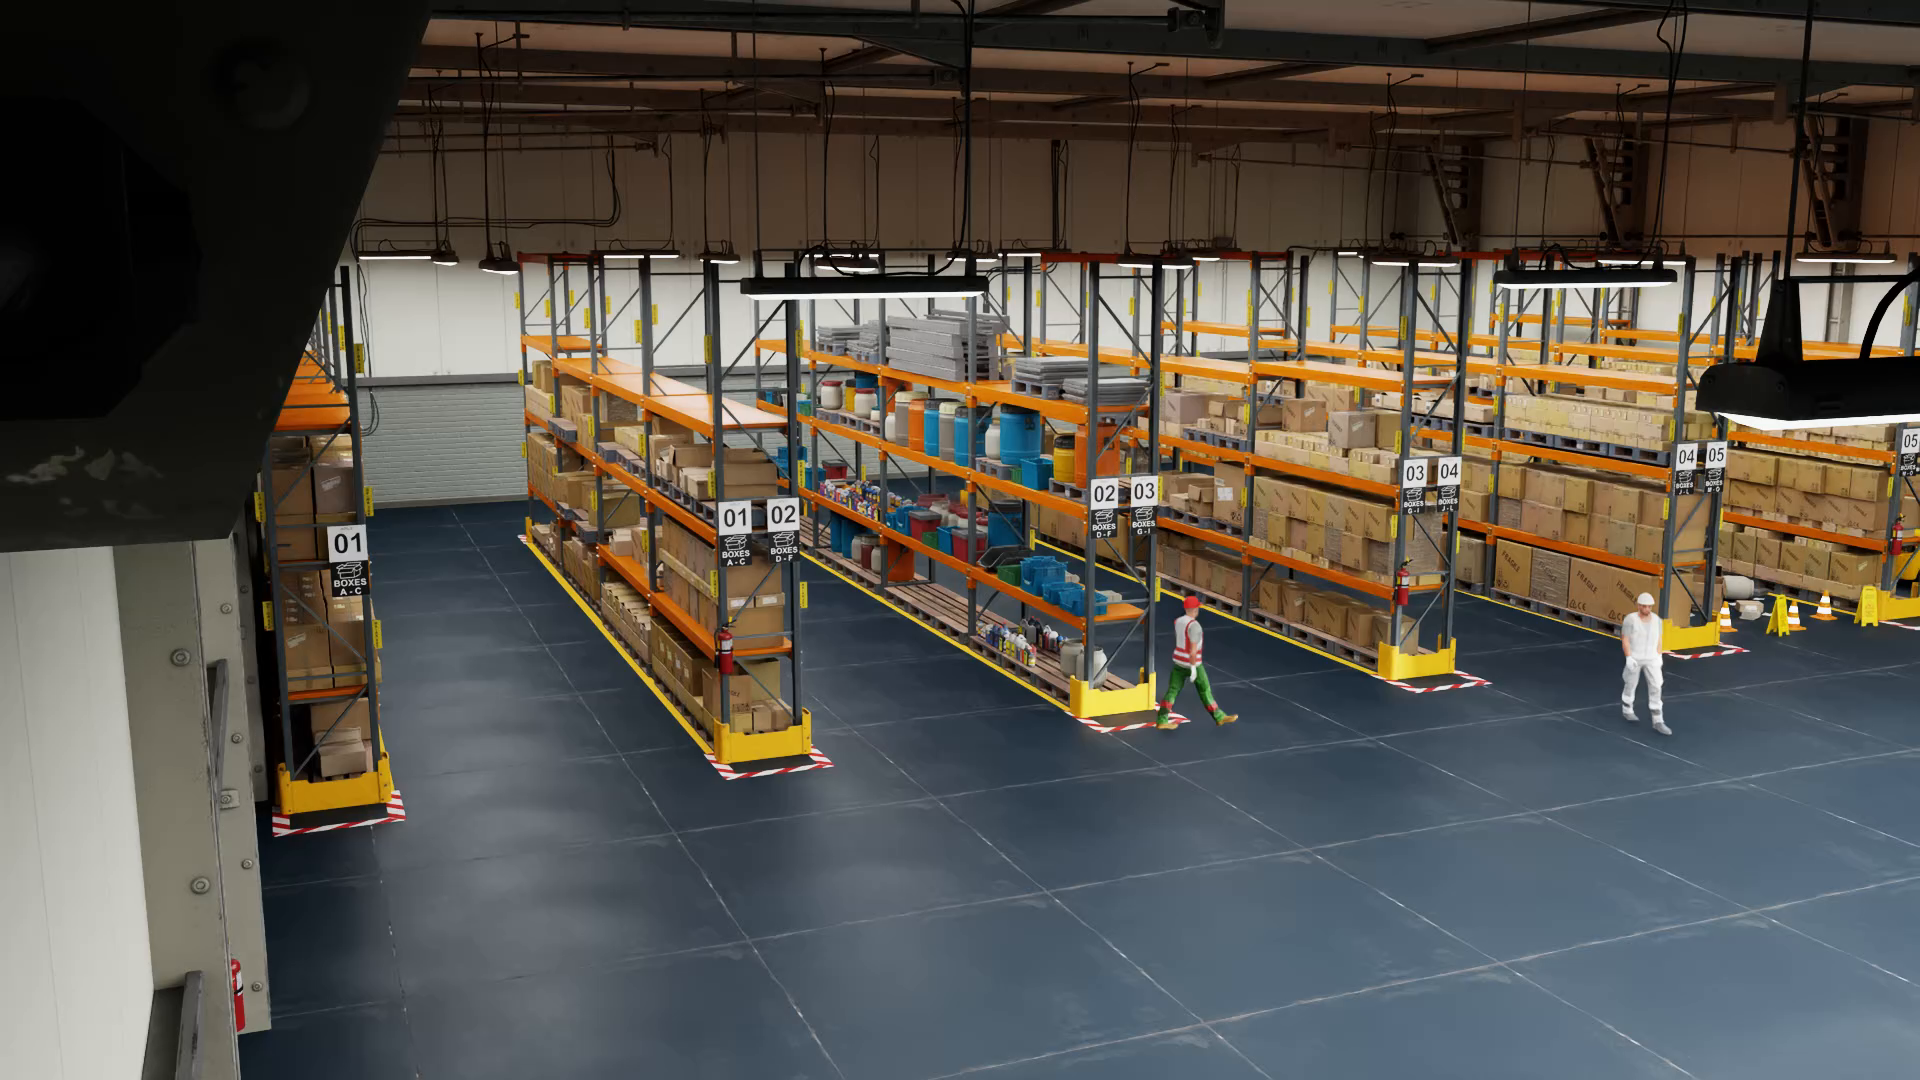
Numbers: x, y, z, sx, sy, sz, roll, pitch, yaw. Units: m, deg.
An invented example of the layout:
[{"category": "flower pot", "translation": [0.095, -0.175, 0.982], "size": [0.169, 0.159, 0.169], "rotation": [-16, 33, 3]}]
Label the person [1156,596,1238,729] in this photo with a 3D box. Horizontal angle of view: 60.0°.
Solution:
[{"category": "person", "translation": [3.031, 1.572, 21.498], "size": [1.044, 1.718, 0.608], "rotation": [-6, 12, -30]}]

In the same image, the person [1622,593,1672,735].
[{"category": "person", "translation": [8.867, 1.556, 21.516], "size": [0.578, 1.746, 0.877], "rotation": [1, 10, 5]}]
